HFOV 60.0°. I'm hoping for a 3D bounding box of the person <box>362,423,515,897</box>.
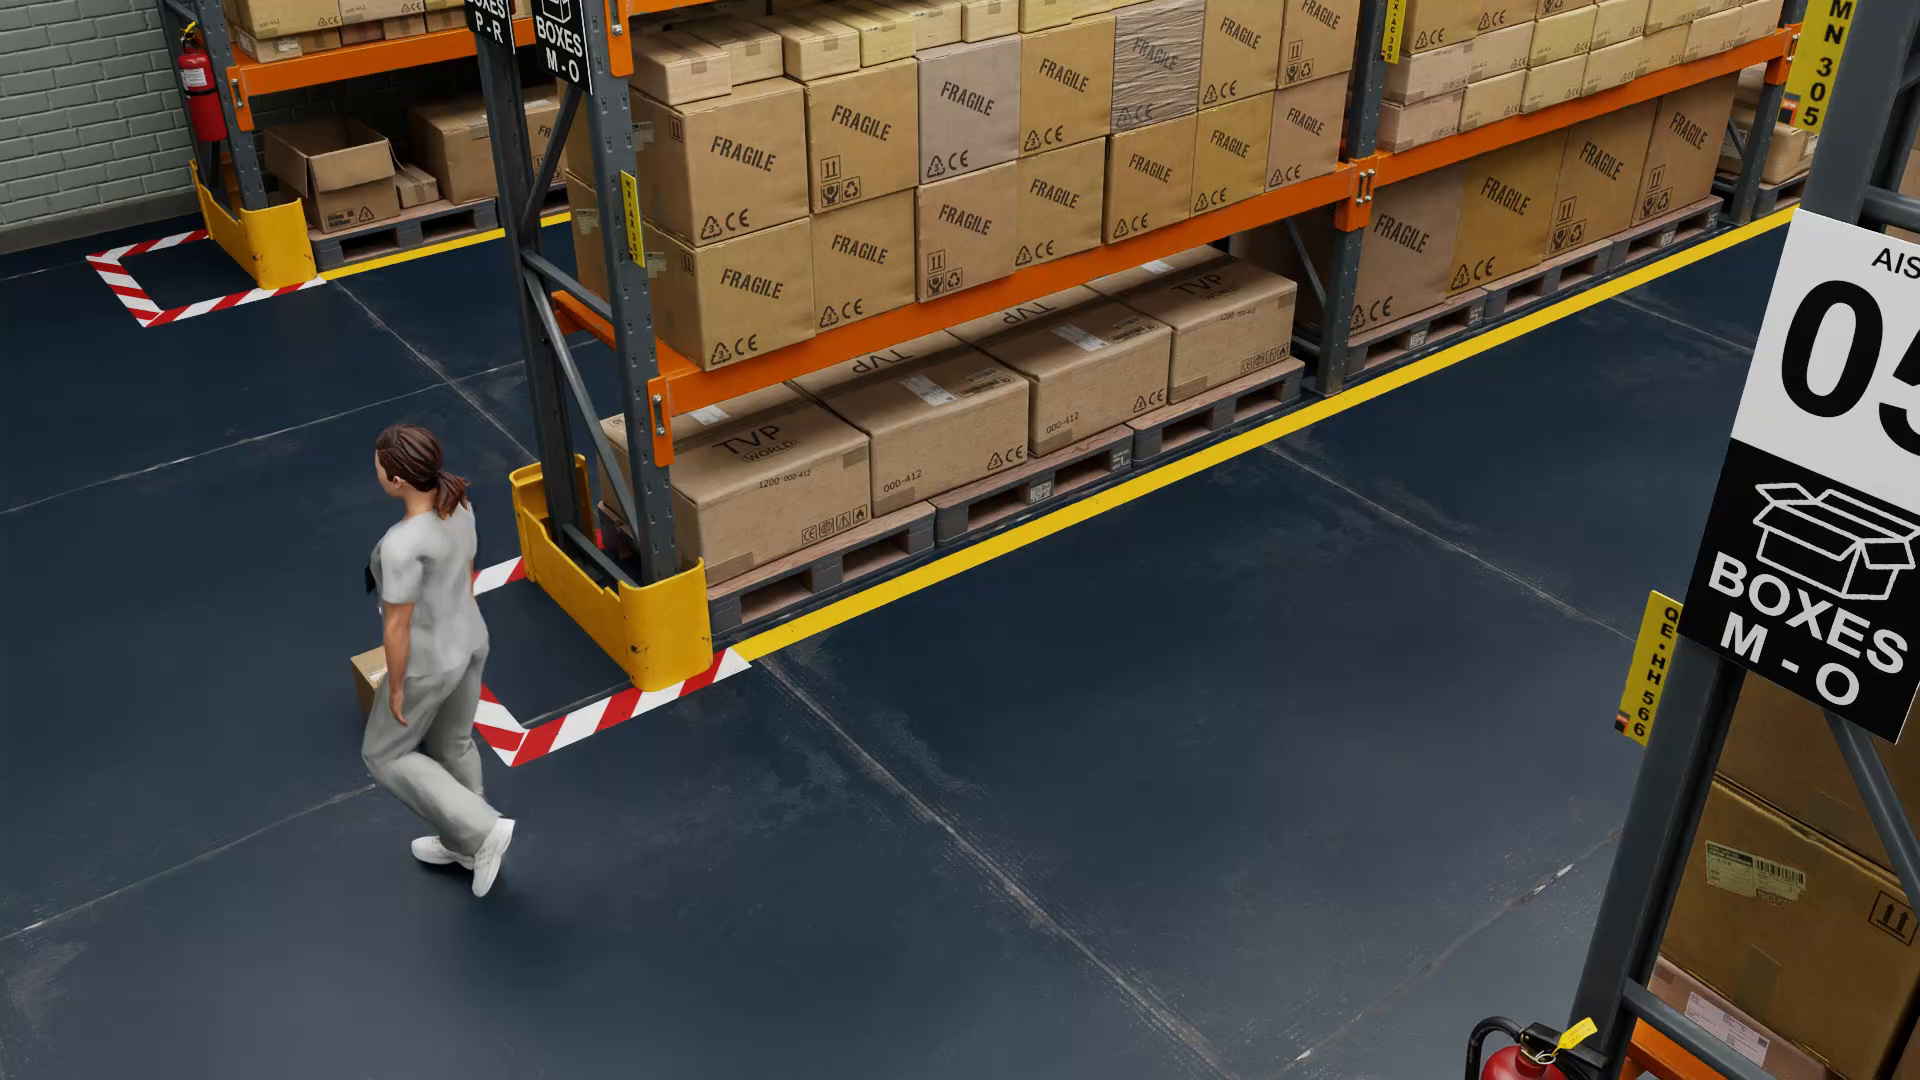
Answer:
[{"bbox_3d":[-1.693,0.403,5.459,0.509,1.656,0.532,9,33,13],"label":"person"}]
